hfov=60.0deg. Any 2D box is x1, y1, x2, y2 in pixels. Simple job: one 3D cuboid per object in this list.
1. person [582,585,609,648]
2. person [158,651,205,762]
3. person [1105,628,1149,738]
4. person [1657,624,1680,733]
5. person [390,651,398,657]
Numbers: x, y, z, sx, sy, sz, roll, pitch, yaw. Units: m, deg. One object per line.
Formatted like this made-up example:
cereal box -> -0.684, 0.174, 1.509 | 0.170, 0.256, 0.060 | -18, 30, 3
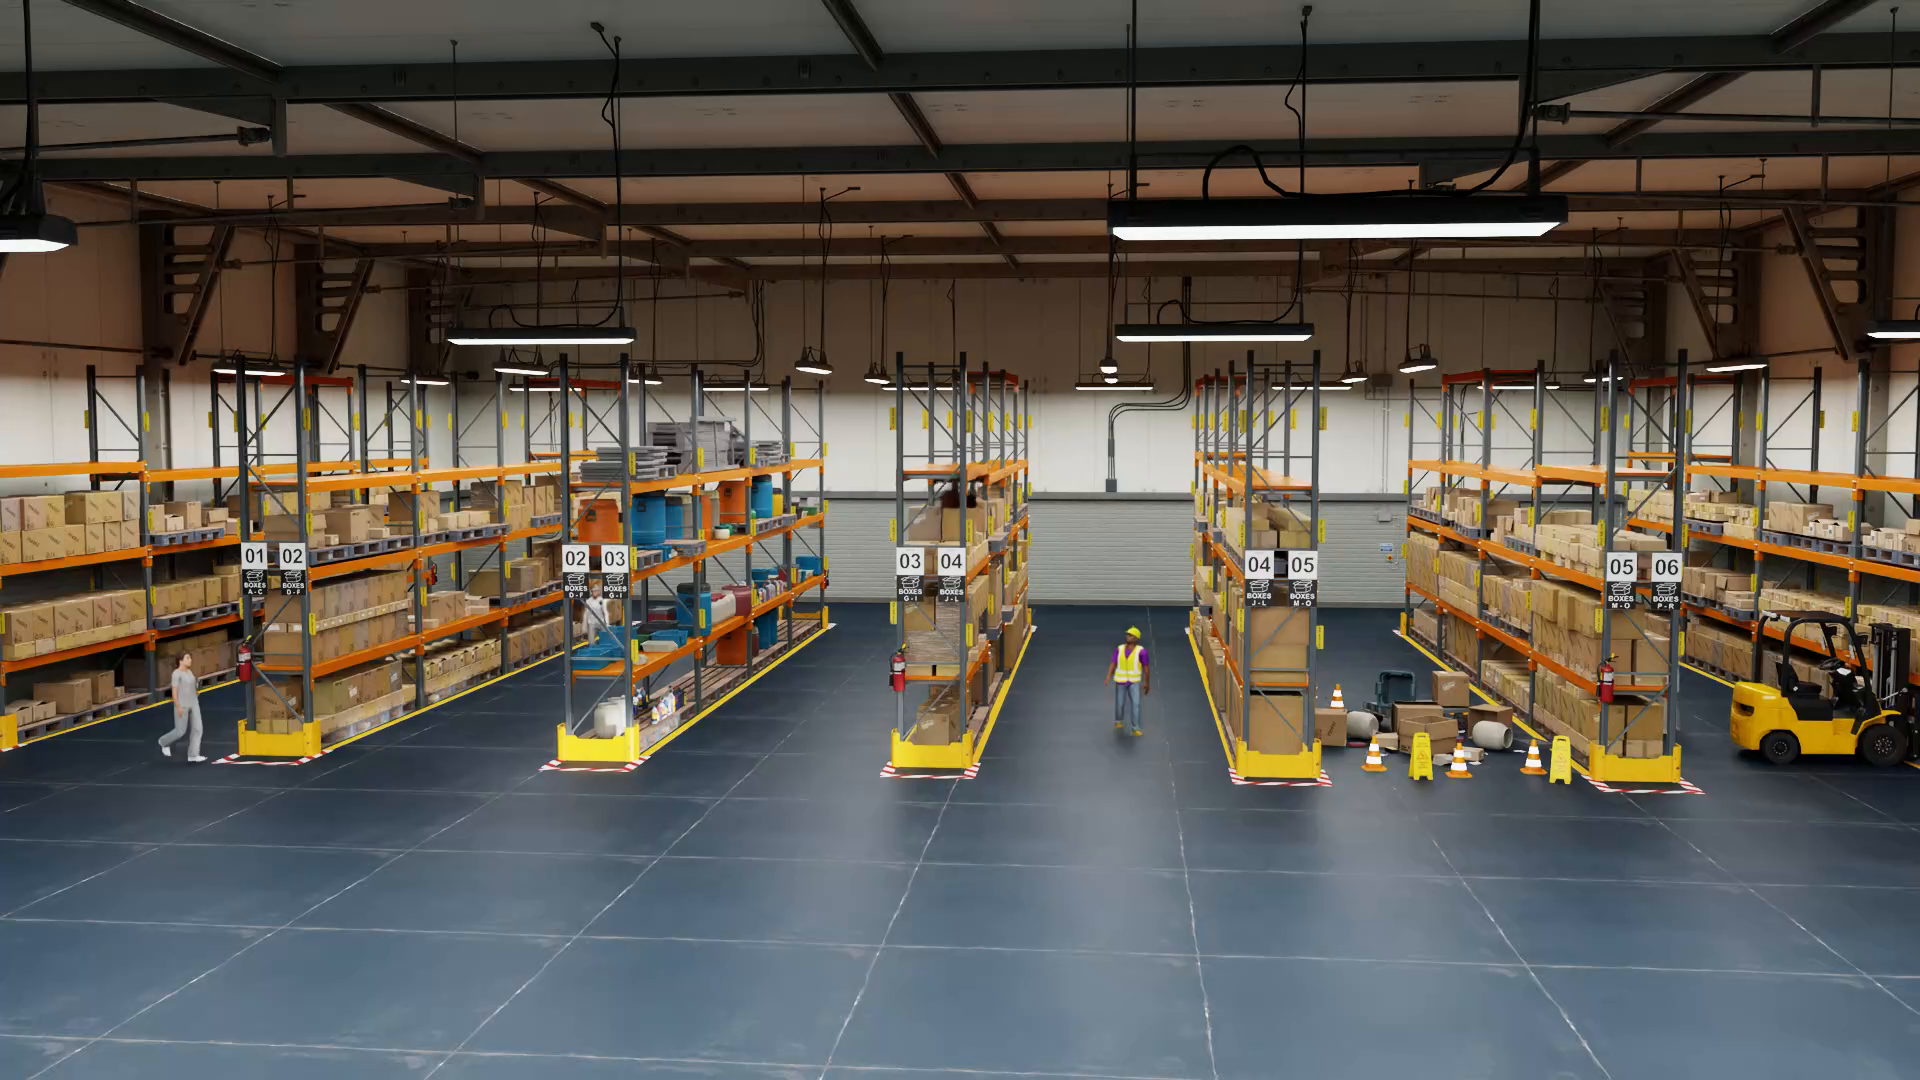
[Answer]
person -> -7.519, 1.735, 34.313 | 0.560, 1.644, 0.902 | 0, 4, -5
person -> -11.447, 2.443, 24.455 | 0.776, 1.630, 0.445 | 2, 5, 28
person -> 2.659, 2.261, 26.515 | 0.730, 1.705, 1.053 | 0, 4, -2
person -> 11.372, 2.220, 26.807 | 0.524, 1.785, 0.641 | 3, 5, 34
person -> -11.796, 1.780, 34.890 | 0.396, 1.502, 0.445 | 1, 4, 12
